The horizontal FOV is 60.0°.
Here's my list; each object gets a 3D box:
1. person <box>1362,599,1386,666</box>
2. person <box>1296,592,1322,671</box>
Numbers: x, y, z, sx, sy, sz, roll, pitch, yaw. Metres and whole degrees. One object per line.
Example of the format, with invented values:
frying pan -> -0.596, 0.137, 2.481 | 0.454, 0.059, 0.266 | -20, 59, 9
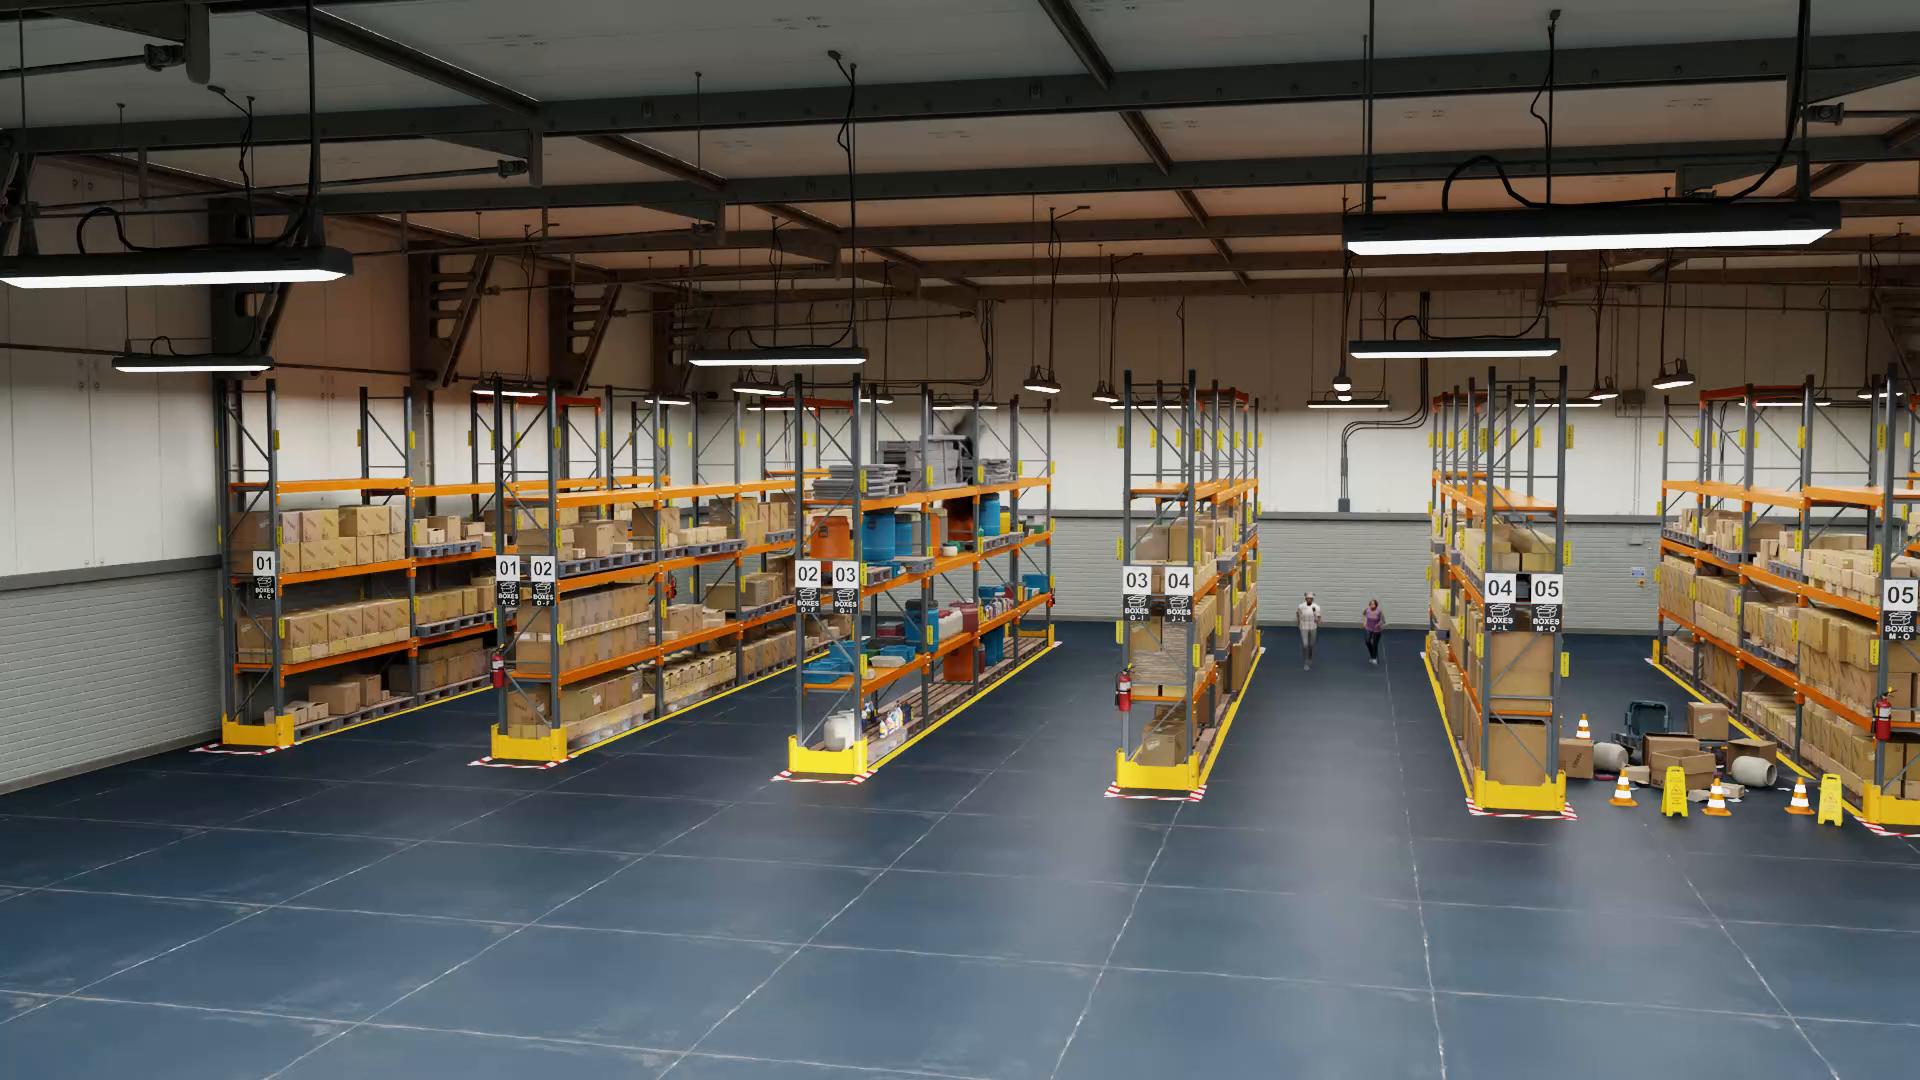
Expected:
person -> 9.272, 2.039, 37.210 | 0.554, 1.511, 0.850 | 1, 4, 22
person -> 7.662, 1.984, 36.499 | 0.515, 1.734, 0.883 | 0, 3, 3
